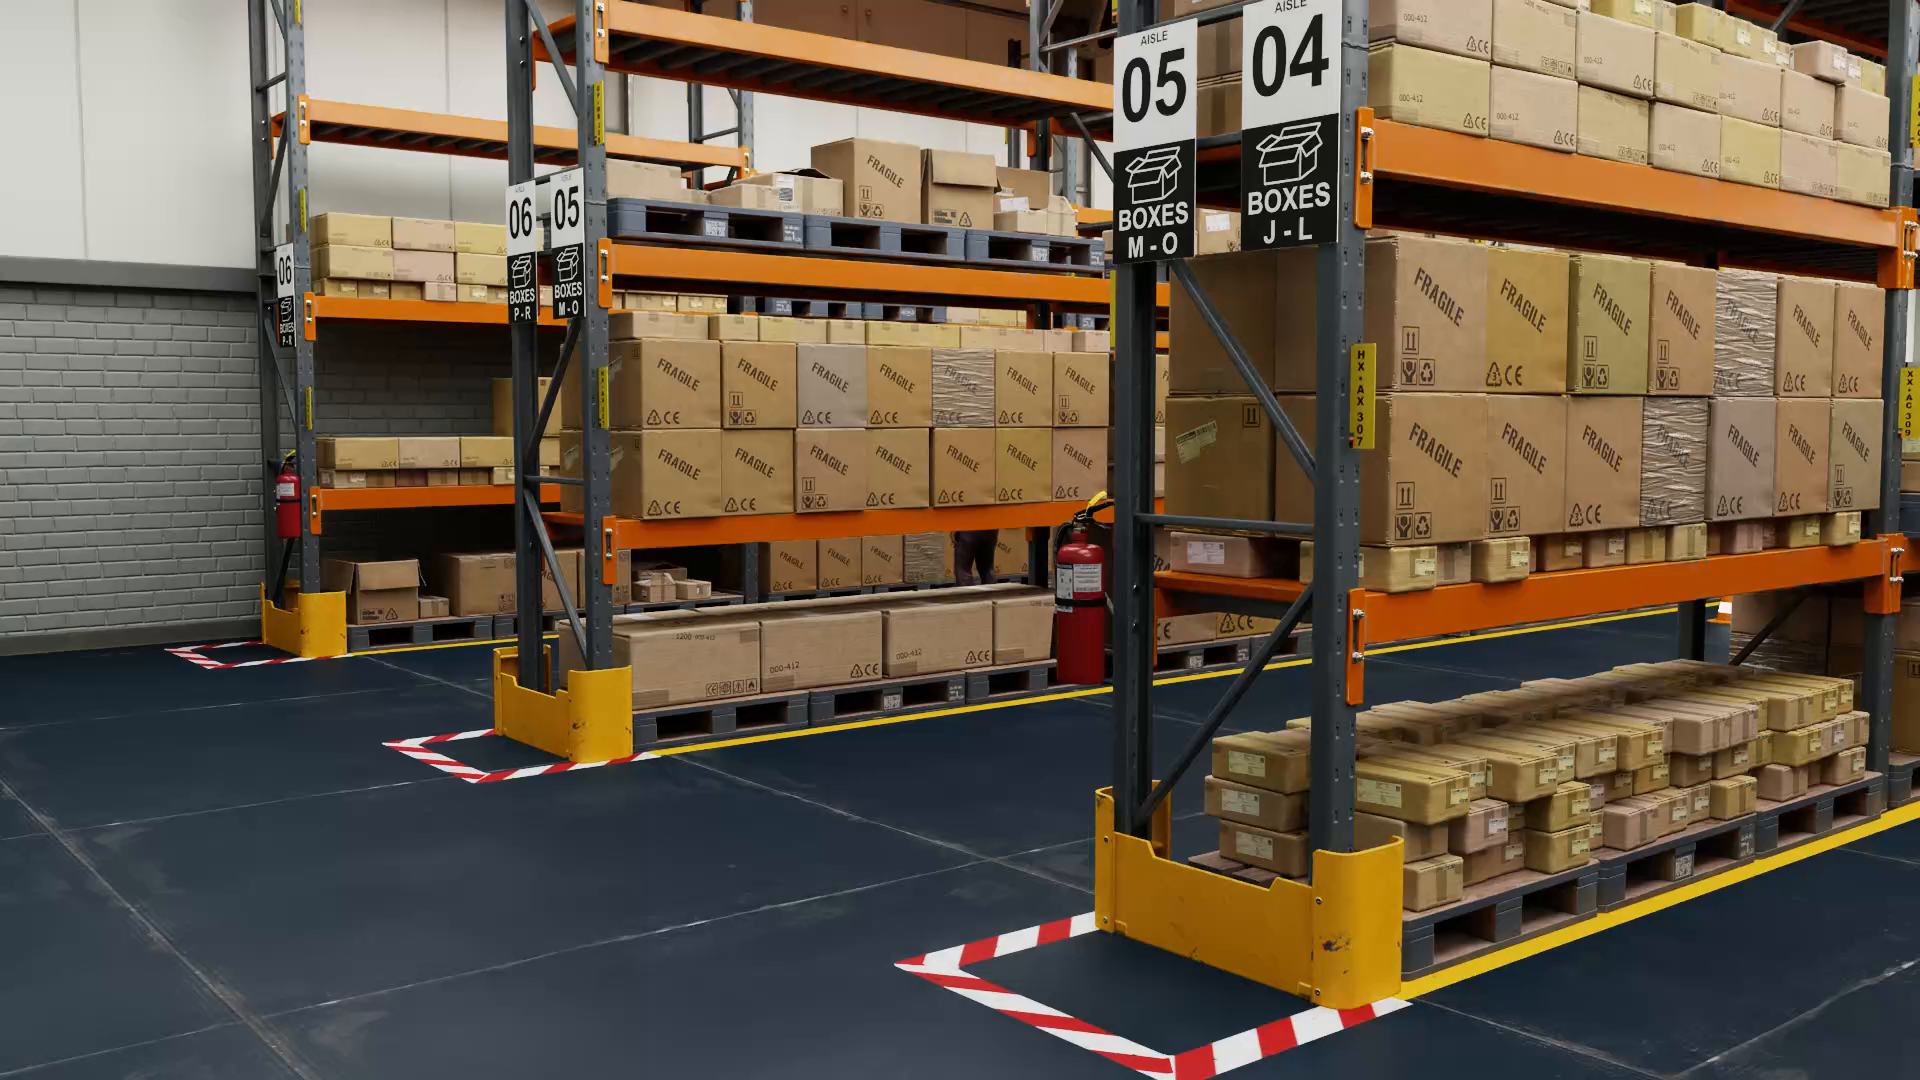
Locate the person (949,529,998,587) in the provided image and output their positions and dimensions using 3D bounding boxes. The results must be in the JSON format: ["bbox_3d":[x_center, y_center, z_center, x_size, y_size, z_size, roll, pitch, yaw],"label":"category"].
[{"bbox_3d":[0.146,-0.108,15.098,0.585,1.720,0.426,-4,6,-42],"label":"person"}]
